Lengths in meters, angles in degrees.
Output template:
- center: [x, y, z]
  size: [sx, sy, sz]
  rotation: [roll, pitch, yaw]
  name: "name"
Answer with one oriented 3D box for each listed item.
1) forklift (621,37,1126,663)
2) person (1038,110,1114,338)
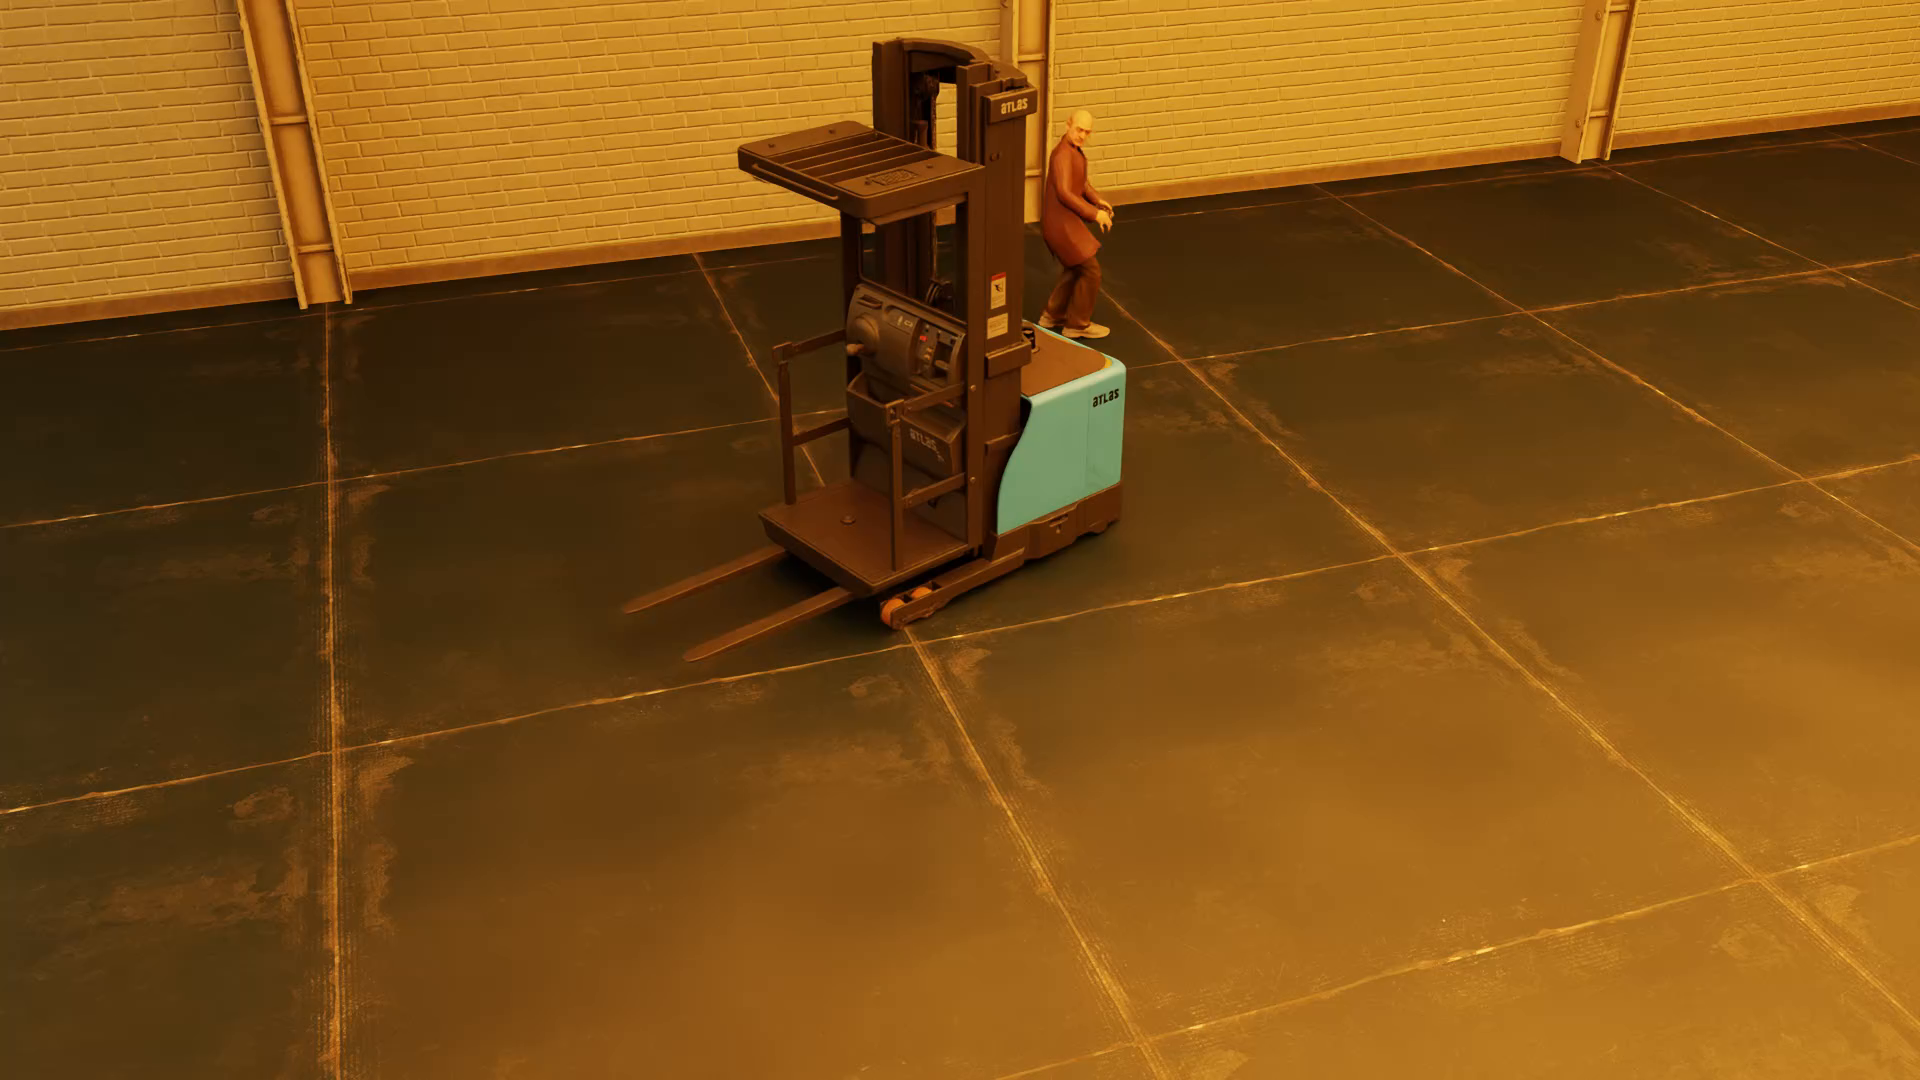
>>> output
- center: [-0.461, -1.072, 8.951]
  size: [3.031, 2.935, 1.130]
  rotation: [-23, 37, -34]
  name: "forklift"
- center: [0.891, -2.344, 12.415]
  size: [0.576, 1.729, 0.830]
  rotation: [0, 30, -1]
  name: "person"
